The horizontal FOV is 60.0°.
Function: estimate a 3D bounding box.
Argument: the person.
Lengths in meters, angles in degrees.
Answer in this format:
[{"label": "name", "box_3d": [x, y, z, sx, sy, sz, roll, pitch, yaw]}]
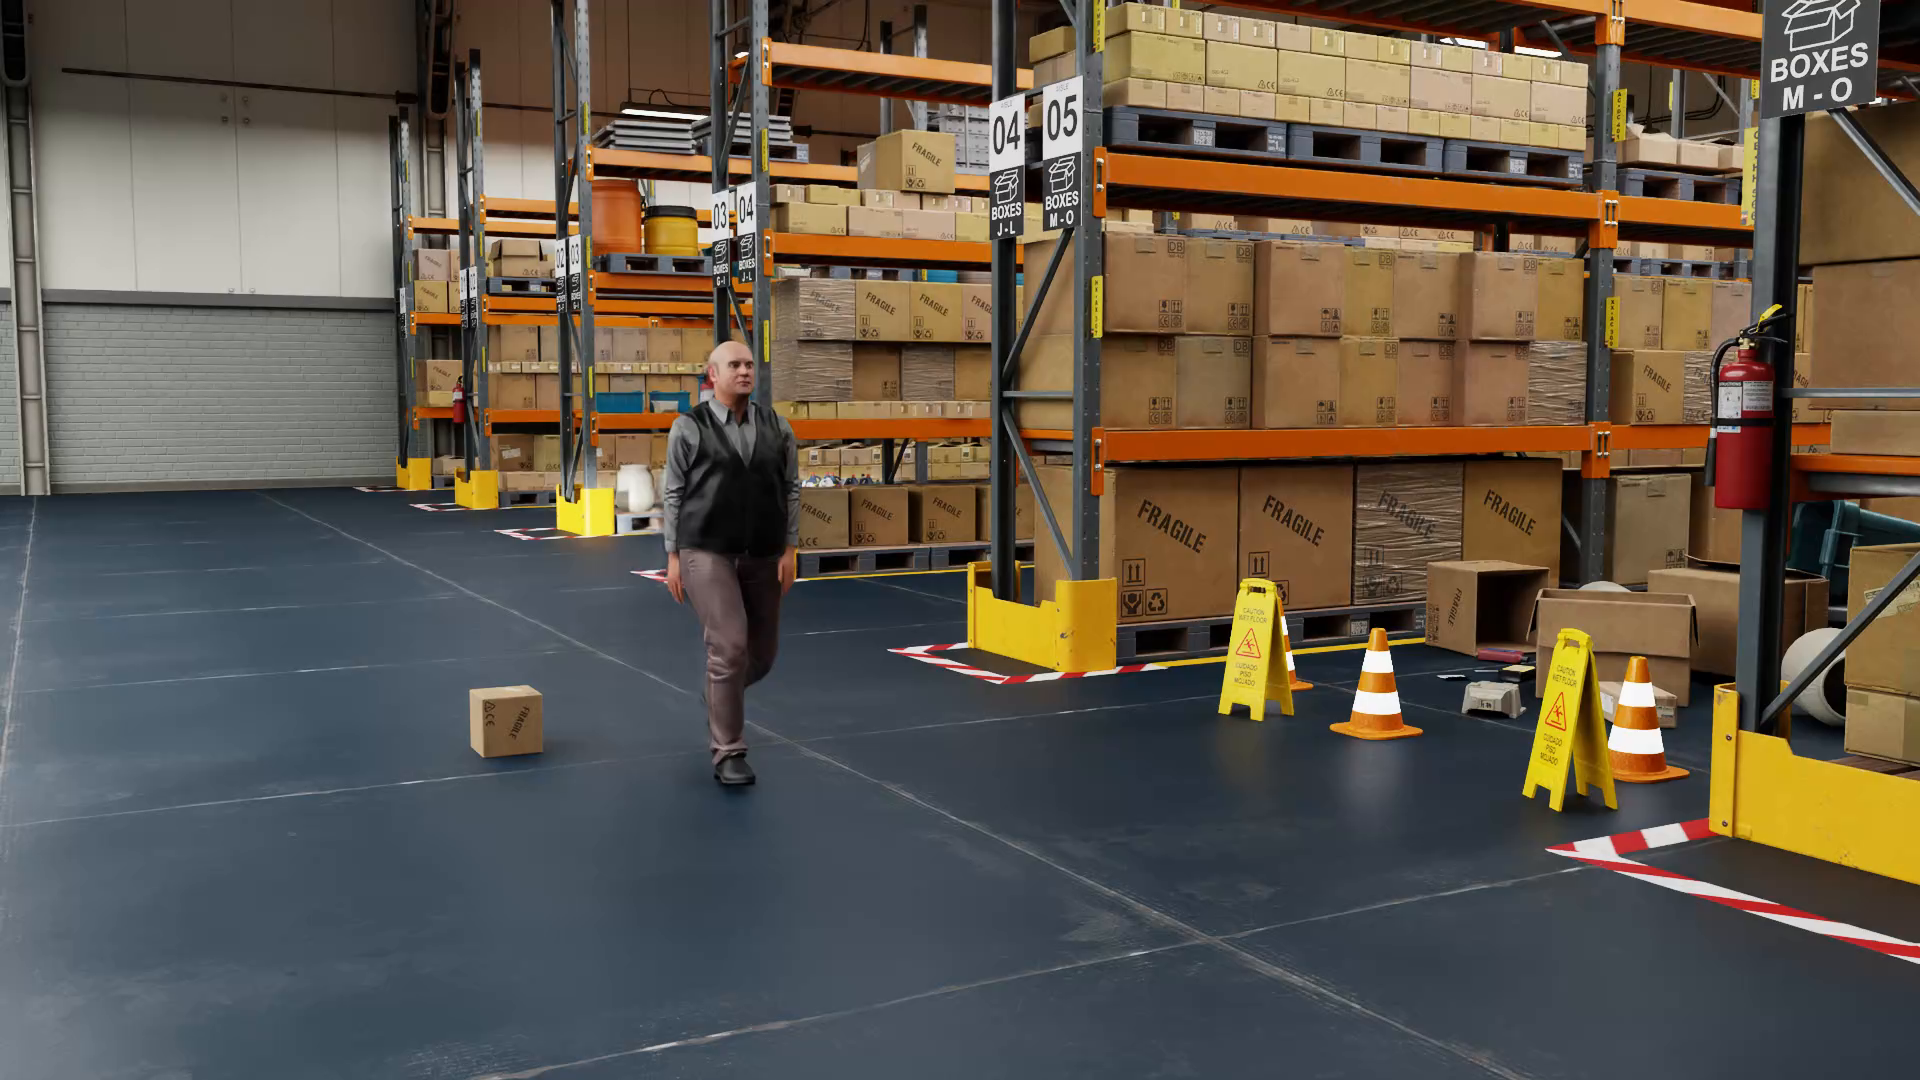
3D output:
[{"label": "person", "box_3d": [-0.907, 0.062, 6.599, 0.539, 1.689, 0.900, -3, 6, -30]}]
